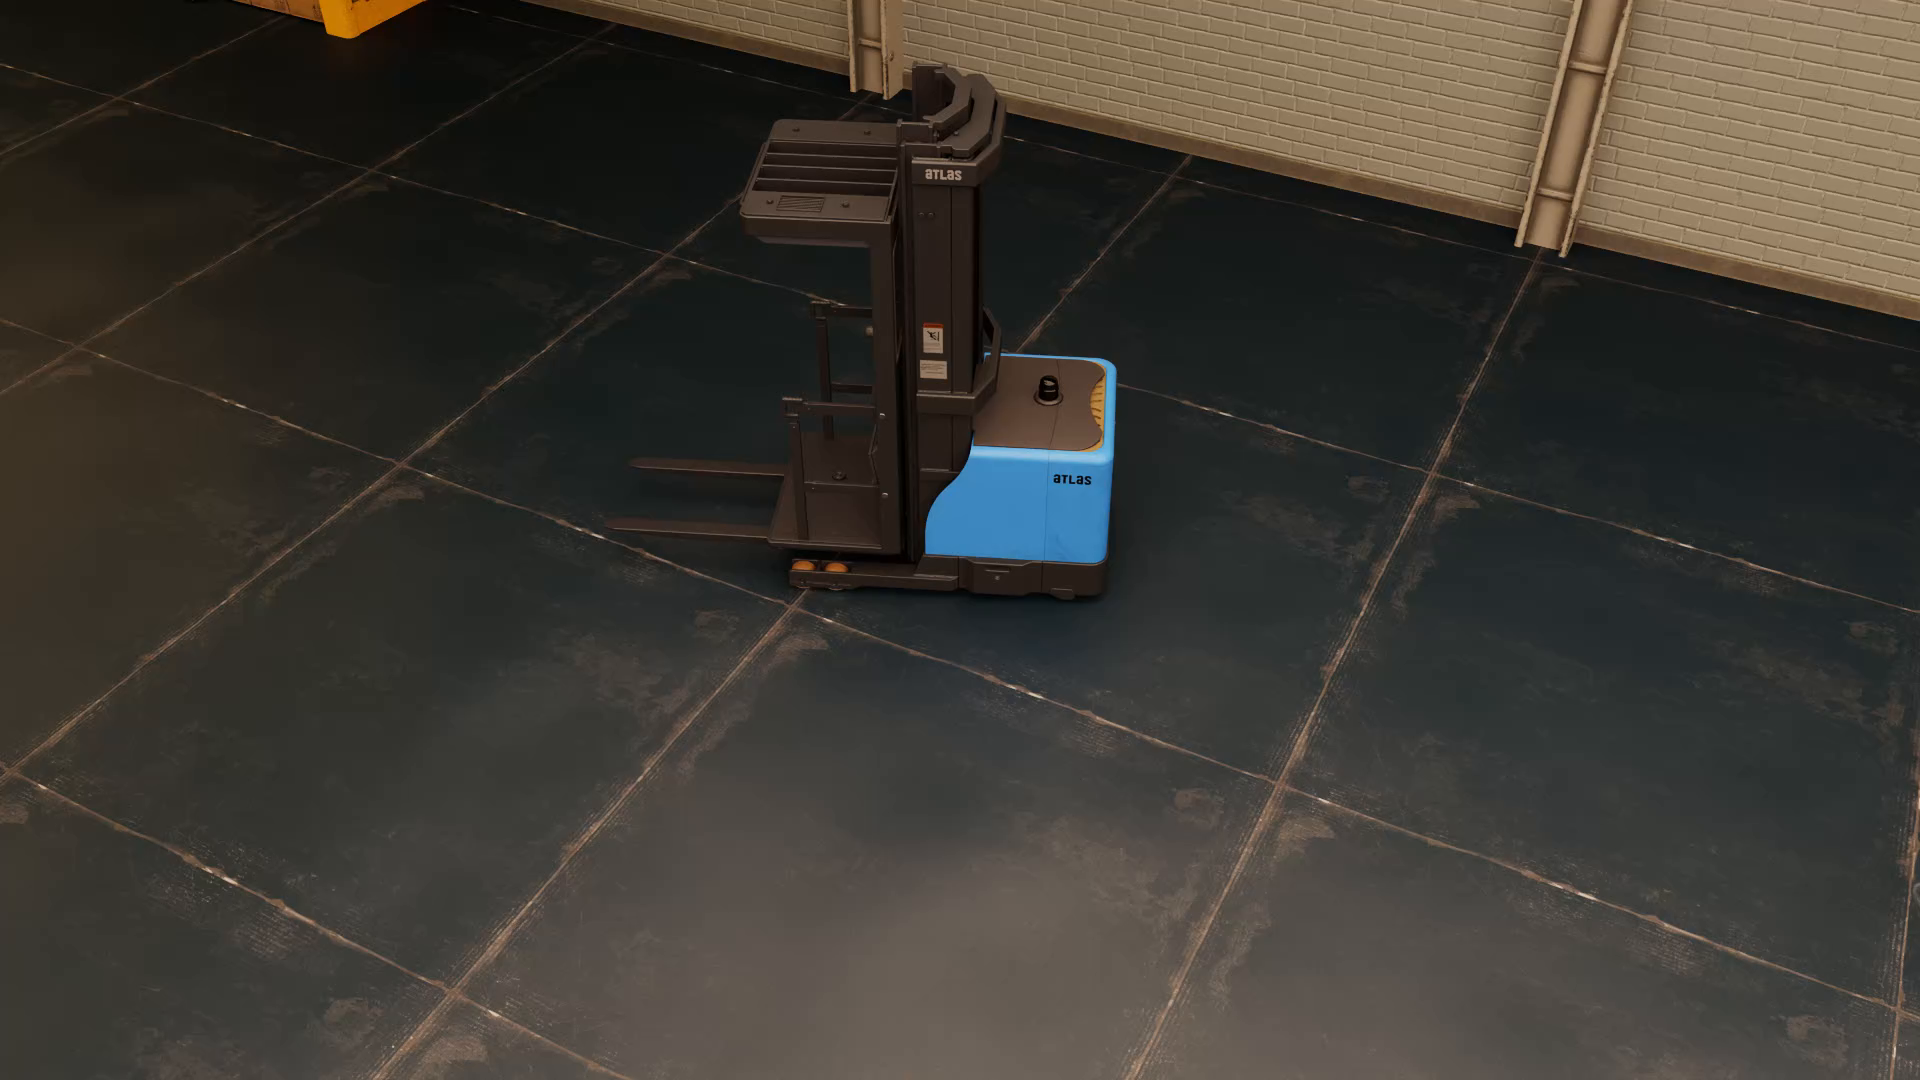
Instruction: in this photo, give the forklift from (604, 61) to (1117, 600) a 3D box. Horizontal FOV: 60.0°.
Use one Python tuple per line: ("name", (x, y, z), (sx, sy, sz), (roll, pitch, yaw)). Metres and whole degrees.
("forklift", (-0.606, -1.157, 9.360), (3.031, 2.935, 1.130), (3, 40, 4))
